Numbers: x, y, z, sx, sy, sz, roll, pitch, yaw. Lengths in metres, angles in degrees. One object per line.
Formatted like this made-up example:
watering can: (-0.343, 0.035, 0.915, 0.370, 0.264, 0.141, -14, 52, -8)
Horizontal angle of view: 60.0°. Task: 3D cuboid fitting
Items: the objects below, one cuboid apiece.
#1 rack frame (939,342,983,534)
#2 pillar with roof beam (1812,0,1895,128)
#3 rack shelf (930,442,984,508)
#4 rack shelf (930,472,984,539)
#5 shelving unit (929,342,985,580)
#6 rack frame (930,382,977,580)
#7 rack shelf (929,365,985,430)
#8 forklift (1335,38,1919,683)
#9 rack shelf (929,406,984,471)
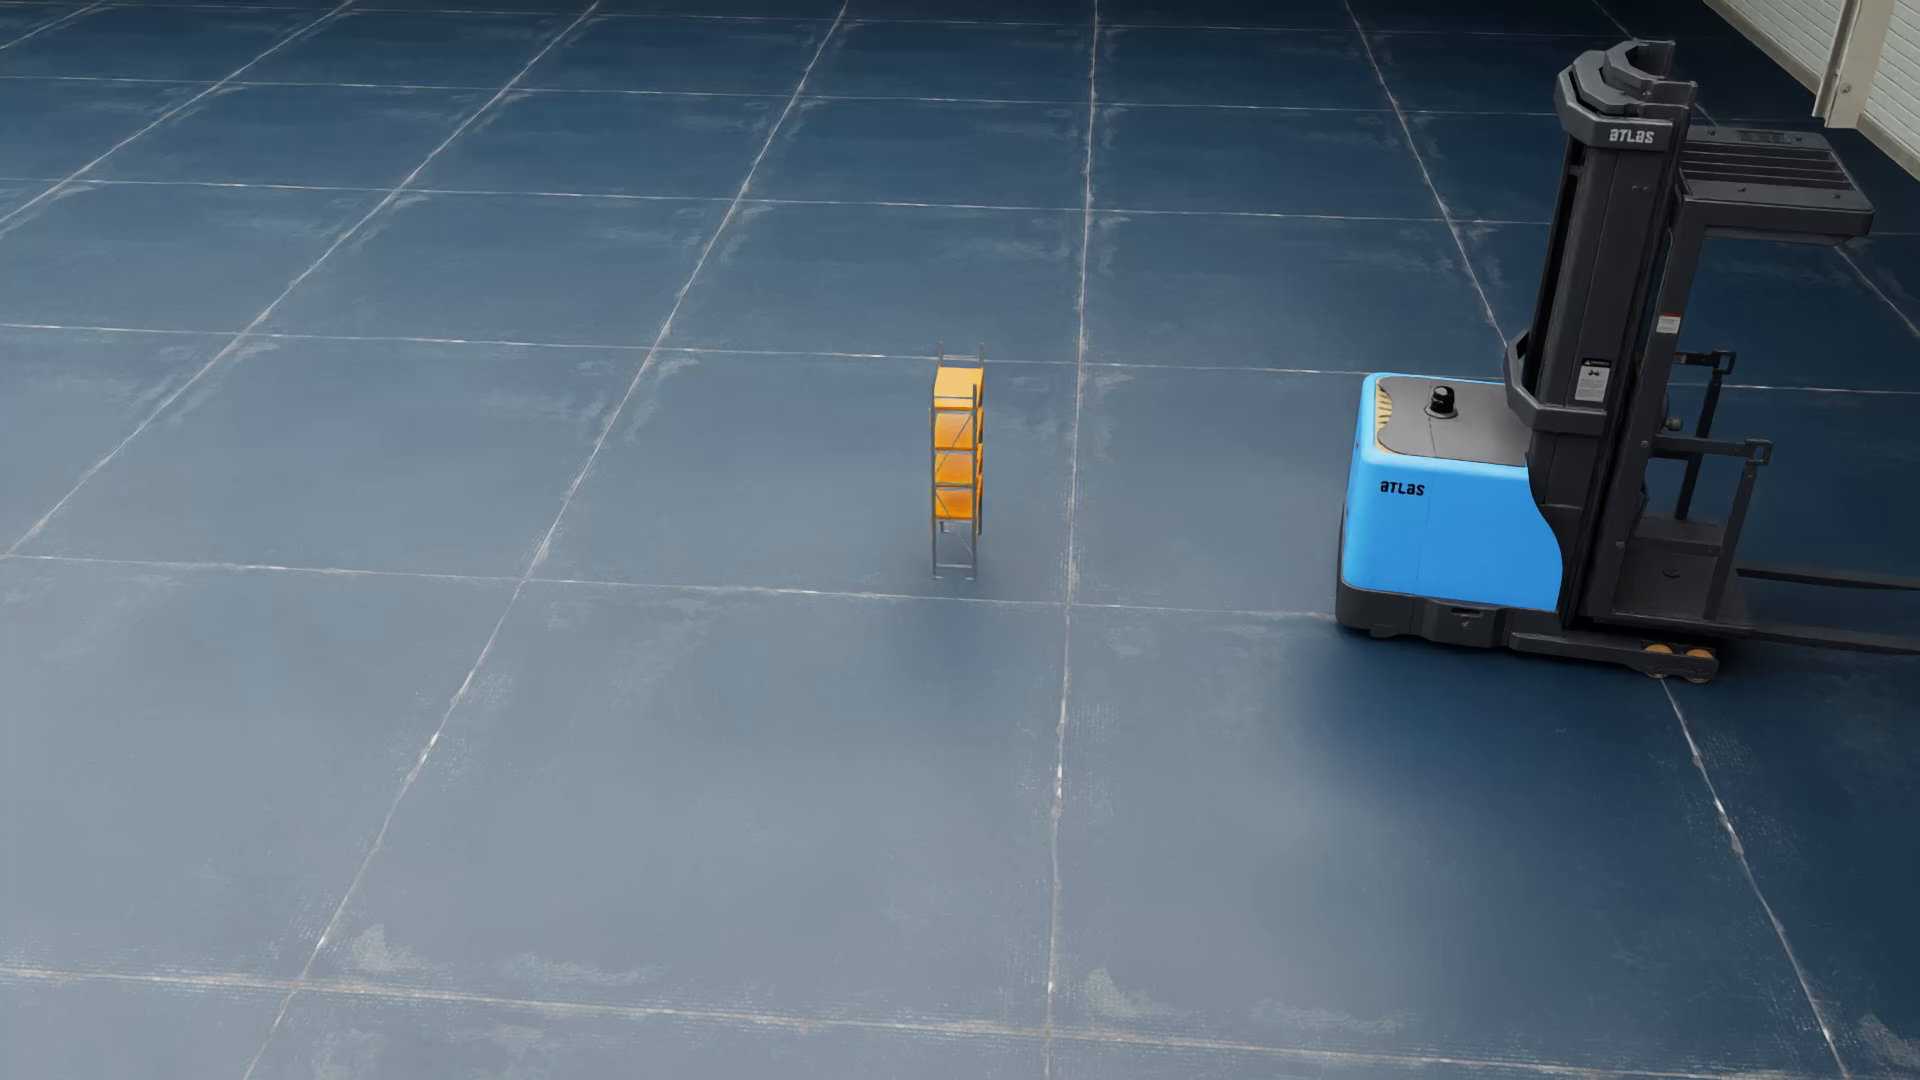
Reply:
rack frame: (0.006, -0.552, 9.282, 0.240, 1.200, 0.015, 2, 32, 4)
pillar with roof beam: (4.187, -8.069, 14.046, 9.100, 9.000, 0.400, 2, 32, 4)
rack shelf: (-0.013, -0.367, 9.110, 0.258, 0.148, 0.480, 2, 32, 4)
rack shelf: (-0.013, -0.198, 9.215, 0.258, 0.148, 0.480, 2, 32, 4)
shelving unit: (-0.013, -0.424, 9.075, 0.258, 1.200, 0.503, 2, 32, 4)
rack frame: (-0.033, -0.297, 8.868, 0.240, 1.200, 0.015, 2, 32, 4)
rack shelf: (-0.013, -0.759, 8.869, 0.258, 0.148, 0.480, 2, 32, 4)
forklift: (3.545, -0.836, 8.093, 3.031, 2.935, 1.130, 7, 32, 11)
rack shelf: (-0.013, -0.557, 8.993, 0.258, 0.148, 0.480, 2, 32, 4)
